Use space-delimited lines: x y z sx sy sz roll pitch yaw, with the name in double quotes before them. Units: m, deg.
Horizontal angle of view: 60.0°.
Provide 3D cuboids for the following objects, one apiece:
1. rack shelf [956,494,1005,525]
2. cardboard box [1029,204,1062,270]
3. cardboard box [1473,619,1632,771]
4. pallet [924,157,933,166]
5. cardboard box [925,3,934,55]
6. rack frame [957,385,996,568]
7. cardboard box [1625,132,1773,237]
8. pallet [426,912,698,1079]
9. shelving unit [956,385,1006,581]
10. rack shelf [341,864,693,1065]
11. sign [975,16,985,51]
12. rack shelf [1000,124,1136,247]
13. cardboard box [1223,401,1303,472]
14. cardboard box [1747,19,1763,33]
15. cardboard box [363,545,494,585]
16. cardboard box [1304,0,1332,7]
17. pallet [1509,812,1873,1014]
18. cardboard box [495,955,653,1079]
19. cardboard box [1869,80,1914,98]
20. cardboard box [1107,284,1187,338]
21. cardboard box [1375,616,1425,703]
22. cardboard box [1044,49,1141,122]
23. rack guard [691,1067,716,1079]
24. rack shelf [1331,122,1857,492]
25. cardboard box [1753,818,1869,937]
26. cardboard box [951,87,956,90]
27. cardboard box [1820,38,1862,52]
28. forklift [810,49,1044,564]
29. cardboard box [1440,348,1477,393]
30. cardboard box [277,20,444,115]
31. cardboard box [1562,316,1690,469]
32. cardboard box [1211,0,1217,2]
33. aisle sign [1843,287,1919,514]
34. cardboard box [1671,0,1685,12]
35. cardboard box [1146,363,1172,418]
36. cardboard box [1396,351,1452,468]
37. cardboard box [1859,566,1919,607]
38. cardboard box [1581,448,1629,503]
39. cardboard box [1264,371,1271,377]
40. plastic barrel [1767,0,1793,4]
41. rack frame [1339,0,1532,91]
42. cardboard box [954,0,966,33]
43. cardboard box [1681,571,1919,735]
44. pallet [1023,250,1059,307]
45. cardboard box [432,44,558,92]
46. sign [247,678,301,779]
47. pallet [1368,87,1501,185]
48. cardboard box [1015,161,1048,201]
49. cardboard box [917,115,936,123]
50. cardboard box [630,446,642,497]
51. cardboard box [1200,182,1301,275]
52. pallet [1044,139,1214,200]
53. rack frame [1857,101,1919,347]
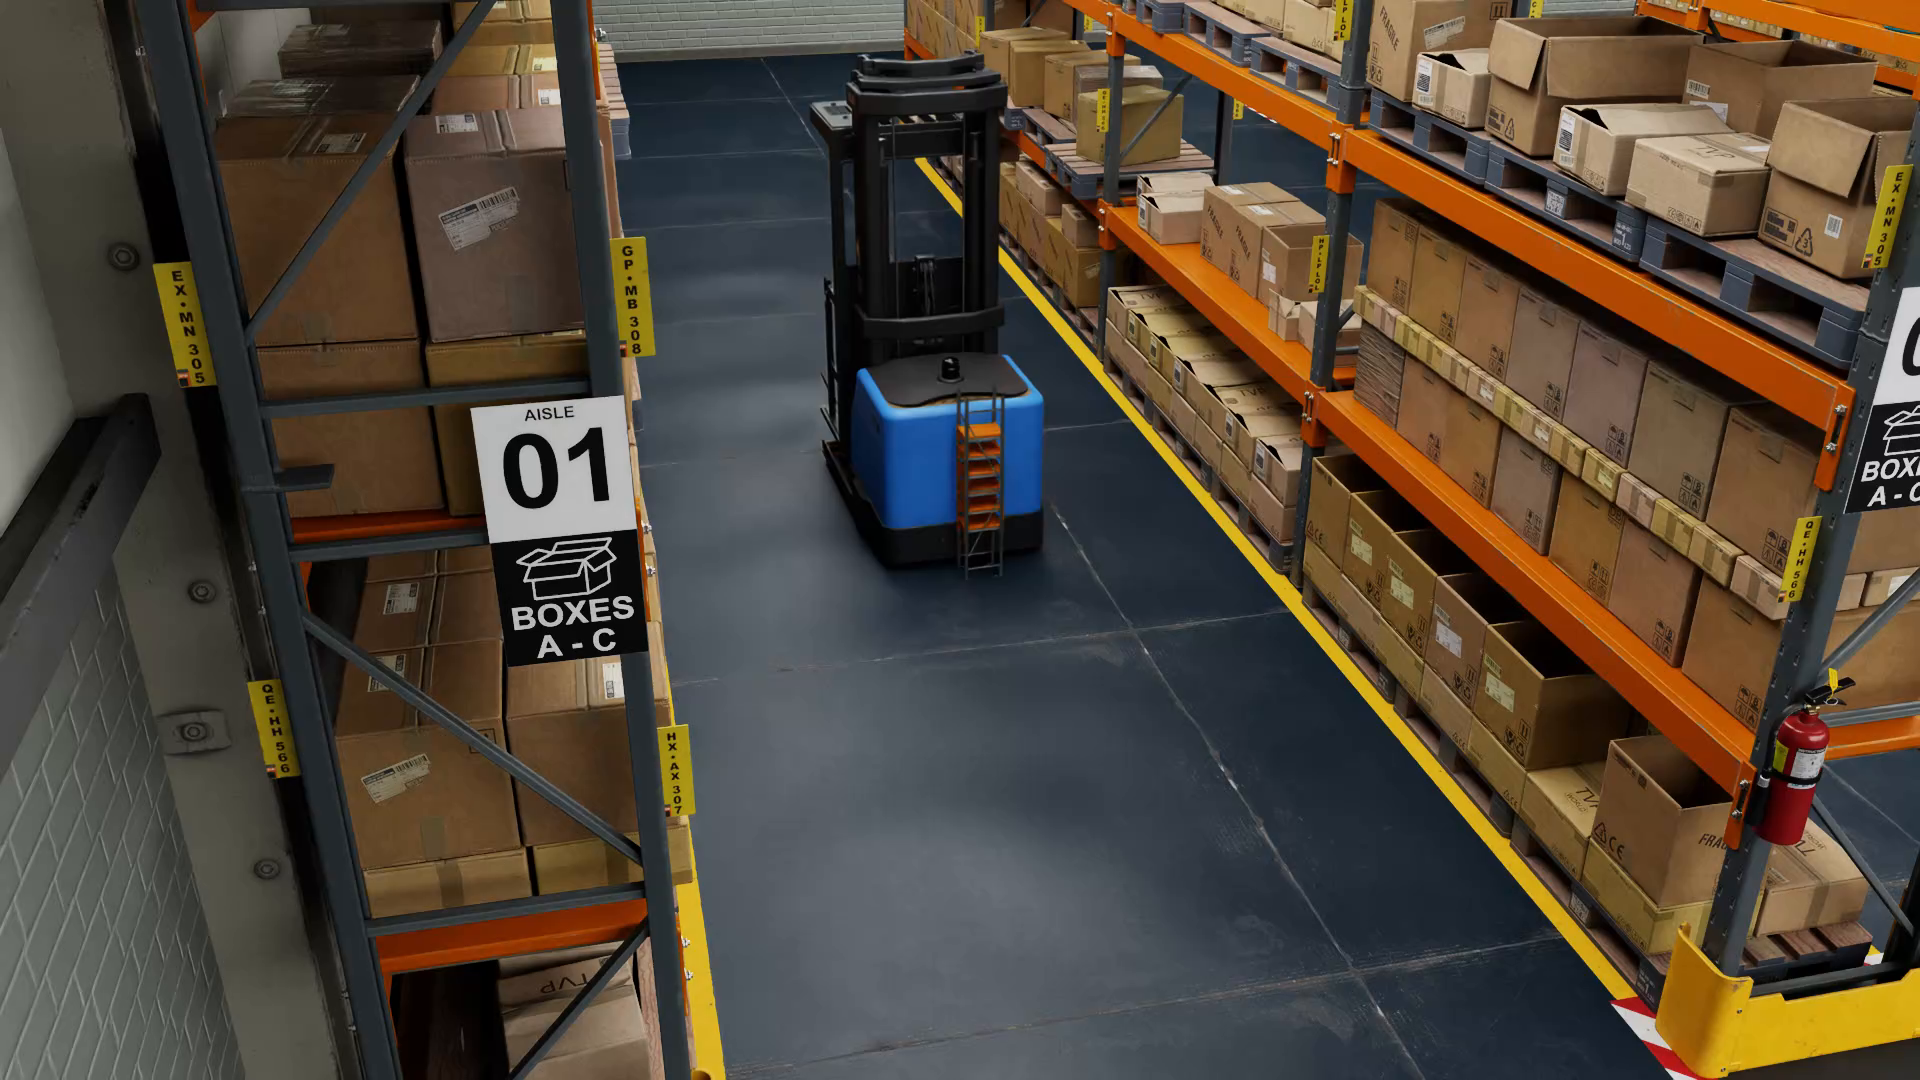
"rack shelf" 0.123 -0.189 10.158 0.258 0.103 0.180 -7 28 -13
"cardboard box" 0.948 -2.794 15.242 0.500 0.500 0.500 -7 28 -14
"cardboard box" 2.780 0.705 7.777 0.500 0.500 0.500 -6 27 -12
"pallet" 0.022 -4.753 19.933 1.003 0.211 1.213 -6 27 -12
"cardboard box" -0.100 -5.758 18.718 0.500 0.500 0.500 -6 27 -12
"rack frame" 0.099 -0.376 10.163 0.240 1.200 0.006 -7 28 -13
"cardboard box" 2.914 -1.358 6.328 0.500 0.250 0.500 -6 27 -12
"pallet" -1.561 1.998 6.556 1.003 0.211 1.213 -6 27 -12
"shelving unit" 0.123 -0.336 10.084 0.258 1.200 0.189 -7 28 -13
"rack shelf" -1.846 0.590 7.050 1.077 0.370 4.000 -6 27 -12
"sign" 0.199 -4.954 16.274 0.100 0.325 0.005 -6 27 -12
"rack shelf" 1.177 -3.426 15.008 1.077 0.370 4.000 -6 27 -12
"cardboard box" 2.035 -0.700 10.772 0.500 0.311 0.500 -5 27 -10
"cardboard box" 9.701 -6.182 19.949 0.380 0.149 0.250 -6 27 -12
"cardboard box" -1.933 0.237 6.264 0.500 0.500 0.500 -7 28 -13
"cardboard box" 2.278 -3.430 9.757 0.500 0.500 0.500 -3 27 -7
"pallet" 3.217 1.556 7.433 1.003 0.211 1.213 -6 27 -12
"cardboard box" -1.463 1.838 6.275 0.500 0.311 0.500 -9 28 -17
"cardboard box" 10.542 -4.590 18.407 1.225 0.875 0.875 -6 27 -11
"cardboard box" 1.460 -1.820 12.990 0.500 0.311 0.500 -5 27 -10
"cardboard box" 2.554 0.601 8.816 0.500 0.250 0.500 -6 27 -12
"cardboard box" 1.184 -4.088 14.944 0.700 0.500 0.500 -13 30 -25
"rack guard" -1.412 2.230 5.778 1.175 0.500 0.348 -6 27 -12
"rack shelf" 2.980 -1.253 7.374 1.077 0.370 4.000 -6 27 -12
"cardboard box" 3.526 1.425 7.184 0.500 0.250 0.500 -6 27 -12
"cardboard box" 0.187 -5.248 20.105 0.500 0.500 0.500 -6 27 -12
"cardboard box" 9.991 -5.618 18.831 0.380 0.149 0.250 -6 27 -11
"forklift" -0.349 -1.805 11.074 1.130 2.935 3.031 -7 28 -13
"cardboard box" 2.632 -0.862 8.298 0.380 0.149 0.250 -7 28 -13
"cardboard box" -2.076 -1.533 5.887 0.500 0.500 0.500 -6 27 -12
"cardboard box" 3.088 -0.662 7.183 0.700 0.500 0.500 -6 27 -11
"cardboard box" 1.920 -3.907 11.534 0.500 0.250 0.500 -5 27 -10
"aisle sign" 3.159 -0.459 5.446 0.394 0.787 0.004 -6 27 -12
"cardboard box" 9.353 -6.859 21.290 0.380 0.149 0.250 -7 28 -13
"cardboard box" 1.697 -1.122 12.229 0.500 0.250 0.500 -7 28 -13
"cardboard box" 2.760 -0.733 8.763 0.700 0.500 0.500 -6 27 -12
"cardboard box" 3.552 0.114 6.364 0.380 0.149 0.250 -6 27 -12
"cardboard box" 2.927 -0.293 7.171 0.380 0.149 0.250 -5 27 -10
"cardboard box" 2.331 -1.205 11.772 0.500 0.311 0.500 -5 27 -10
"plastic barrel" 6.428 -4.551 12.553 0.600 0.901 0.600 0 27 0
"rack frame" 2.529 -3.792 8.275 1.000 3.000 0.127 -6 27 -12
"cardboard box" 0.242 -5.537 17.170 0.500 0.500 0.500 -6 27 -13
"cardboard box" 3.338 0.392 6.534 0.700 0.500 0.500 -6 27 -12
"pallet" 1.225 -2.491 15.451 1.003 0.211 1.213 -6 27 -12
"cardboard box" -1.435 -1.335 5.494 0.500 0.500 0.500 -5 27 -10
"sign" -1.940 0.537 4.722 0.100 0.325 0.005 -6 27 -12
"pallet" 2.747 -2.041 8.235 1.003 0.211 1.213 -6 27 -12
"cardboard box" 0.823 -3.365 15.541 0.500 0.250 0.500 -6 27 -11
"cardboard box" -0.216 -4.863 19.620 0.500 0.250 0.500 -6 27 -12
"cardboard box" -1.550 -0.041 6.813 0.500 0.500 0.500 -5 27 -10
"cardboard box" 2.022 -2.179 11.628 0.500 0.500 0.500 -7 28 -14
"pallet" 1.406 -3.074 13.725 1.213 0.211 1.003 -6 27 -12
"rack frame" 3.431 -2.036 4.796 1.000 3.000 0.127 -6 27 -12
